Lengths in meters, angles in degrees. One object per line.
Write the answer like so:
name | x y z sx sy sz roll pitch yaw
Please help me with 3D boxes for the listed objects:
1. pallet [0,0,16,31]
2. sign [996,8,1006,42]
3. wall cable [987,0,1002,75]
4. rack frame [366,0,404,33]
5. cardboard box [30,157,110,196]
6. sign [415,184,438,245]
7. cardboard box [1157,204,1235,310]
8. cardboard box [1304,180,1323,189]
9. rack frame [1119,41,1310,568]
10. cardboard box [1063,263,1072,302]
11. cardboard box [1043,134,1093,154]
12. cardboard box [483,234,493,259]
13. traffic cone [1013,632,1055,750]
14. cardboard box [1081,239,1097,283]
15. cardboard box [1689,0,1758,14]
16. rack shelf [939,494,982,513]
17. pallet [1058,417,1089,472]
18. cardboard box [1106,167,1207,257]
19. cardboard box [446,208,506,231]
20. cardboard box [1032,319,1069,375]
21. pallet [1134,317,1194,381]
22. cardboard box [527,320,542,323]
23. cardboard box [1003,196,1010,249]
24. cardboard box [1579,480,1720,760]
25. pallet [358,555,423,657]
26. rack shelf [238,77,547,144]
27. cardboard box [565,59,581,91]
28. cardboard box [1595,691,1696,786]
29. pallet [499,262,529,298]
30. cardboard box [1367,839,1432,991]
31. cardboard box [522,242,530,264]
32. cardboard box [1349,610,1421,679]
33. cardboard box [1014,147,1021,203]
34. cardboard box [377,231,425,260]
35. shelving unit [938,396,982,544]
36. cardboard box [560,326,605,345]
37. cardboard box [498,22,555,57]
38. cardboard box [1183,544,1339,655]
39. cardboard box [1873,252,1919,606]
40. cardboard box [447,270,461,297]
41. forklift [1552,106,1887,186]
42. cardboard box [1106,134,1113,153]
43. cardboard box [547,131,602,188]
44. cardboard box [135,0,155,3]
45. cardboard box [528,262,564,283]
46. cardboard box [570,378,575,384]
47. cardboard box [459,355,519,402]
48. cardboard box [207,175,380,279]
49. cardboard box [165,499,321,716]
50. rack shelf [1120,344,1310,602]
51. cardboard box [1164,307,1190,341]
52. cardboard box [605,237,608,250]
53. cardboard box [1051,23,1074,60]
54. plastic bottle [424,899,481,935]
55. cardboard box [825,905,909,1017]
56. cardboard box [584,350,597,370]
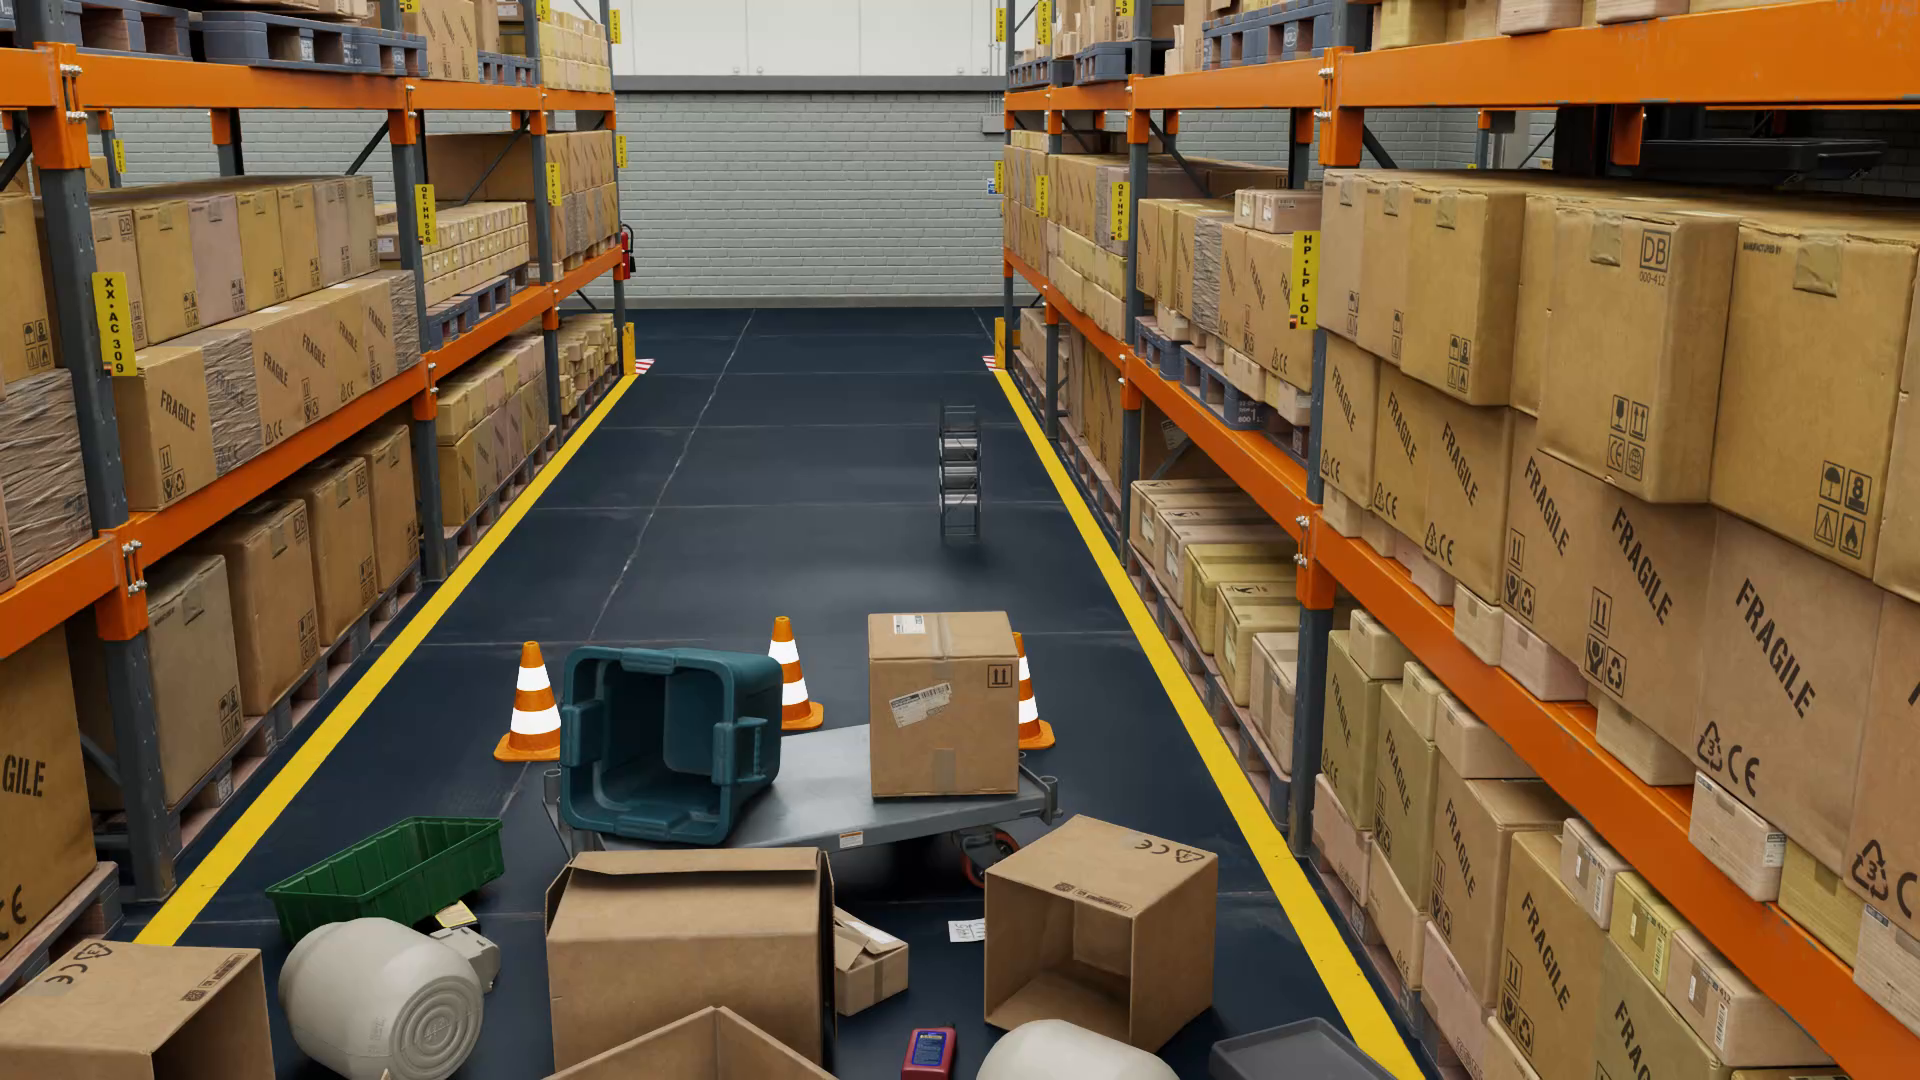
pallet | -3.185 -1.420 4.183 1.003 0.211 1.213 -1 14 -3
sign | 0.412 -5.207 16.811 0.100 0.325 0.005 -1 14 -3
wall cable | 0.332 -7.615 22.065 0.463 3.000 0.029 -1 14 -3
rack frame | -3.473 -4.114 8.456 1.000 3.000 0.127 -1 14 -3
cardboard box | -8.633 -3.464 16.169 0.500 0.500 0.500 -1 14 -3
sign | -2.919 -1.779 9.096 0.100 0.325 0.005 -1 14 -3
cardboard box | 1.298 -1.461 8.544 0.500 0.500 0.500 0 14 -1
cardboard box | 1.844 -1.617 7.851 0.380 0.149 0.250 -2 15 -6
rack frame | 1.461 -1.310 9.598 1.000 3.000 0.127 -1 14 -3
cardboard box | 1.027 -1.862 12.046 0.500 0.250 0.500 -1 14 -4
cardboard box | 0.877 -3.223 13.525 0.380 0.149 0.250 -1 14 -5
cardboard box | -3.414 -2.005 11.365 0.380 0.149 0.250 -1 14 -3
traffic cone | 0.235 0.627 7.162 0.336 0.463 0.334 -1 14 -3
cardboard box | 1.090 -1.850 10.996 0.500 0.250 0.500 -1 14 -5
cardboard box | 1.604 -1.055 3.090 0.380 0.149 0.250 -1 14 -5
rack shelf | 0.000 -0.231 10.475 0.258 0.077 0.200 -1 14 -3
pallet | 1.337 -0.764 13.071 1.003 0.211 1.213 -1 14 -3
cardboard box | 1.168 -1.967 9.945 0.500 0.500 0.500 -1 14 -5
cardboard box | -3.453 -2.280 11.835 0.380 0.149 0.250 -1 14 -4
cardboard box | 1.172 -1.872 16.082 0.875 0.438 0.875 0 14 -2
pallet | 1.612 -1.042 8.940 1.213 0.211 1.003 -1 14 -3
cardboard box | -4.250 -2.042 16.128 0.380 0.149 0.250 -1 14 -4
cardboard box | 0.709 -3.224 16.837 0.500 0.500 0.500 -1 14 -4
cardboard box | 1.595 0.107 3.292 0.500 0.500 0.500 -1 14 -4
pallet | -3.499 0.339 8.784 1.003 0.211 1.213 -1 14 -3
rack shelf | -3.597 -2.810 10.852 1.077 0.370 4.000 -1 14 -3
cardboard box | -3.539 -3.957 14.166 0.500 0.250 0.500 0 14 -1
cardboard box | 1.571 0.395 3.477 0.380 0.149 0.250 -1 14 -4
pallet | -3.818 -1.918 12.346 1.003 0.211 1.213 -1 14 -3
cardboard box | 1.521 1.097 4.920 0.500 0.250 0.500 0 14 0
cardboard box | -3.498 -2.189 12.677 0.380 0.149 0.250 -1 14 -5
cardboard box | 1.424 0.319 5.137 0.380 0.149 0.250 -1 14 -3
cardboard box | 0.790 -3.452 15.717 0.500 0.500 0.500 -1 14 -4
cardboard box | -3.308 -1.697 9.571 0.380 0.149 0.250 -1 14 -3
shelving unit | 0.000 -0.438 10.422 0.258 0.900 0.210 -1 14 -3
cardboard box | -3.557 -1.924 15.669 0.380 0.149 0.250 0 14 -1
cardboard box | -3.511 -3.949 13.132 0.500 0.250 0.500 0 14 -2
cardboard box | 1.582 0.272 7.880 0.950 0.372 0.625 0 14 -2
cardboard box | 1.708 -0.121 2.172 0.700 0.500 0.500 -1 14 -5
cardboard box | -3.351 -1.605 10.408 0.380 0.149 0.250 0 14 -1
forklift | 3.586 -0.834 7.884 1.130 2.935 3.031 -14 20 -43
cardboard box | 1.421 -3.298 13.814 0.380 0.149 0.250 -1 14 -3
cardboard box | -3.619 -3.510 15.343 0.500 0.500 0.500 0 14 -1
cardboard box | -3.553 -2.308 6.591 0.500 0.311 0.500 -1 14 -5
cardboard box | -3.412 -2.157 13.395 0.380 0.149 0.250 0 14 -1
cardboard box | -3.623 -1.377 14.739 0.380 0.149 0.250 -2 15 -6
cardboard box | -3.357 -1.119 11.523 0.500 0.250 0.500 -2 15 -6
cardboard box | -3.455 -1.629 8.632 0.700 0.500 0.500 -1 14 -4
cardboard box | -3.409 0.280 7.092 1.050 0.750 0.750 -1 14 -3
rack shelf | 1.585 -0.464 7.755 1.077 0.370 4.000 -1 14 -3
cardboard box | 1.247 -1.100 8.442 0.380 0.149 0.250 -1 14 -3
cardboard box | -3.688 -2.937 16.427 0.380 0.149 0.250 -1 14 -4
cardboard box | 0.895 -3.766 12.550 0.396 0.266 0.258 -1 14 -4
plastic bottle | -1.702 1.255 5.527 0.133 0.061 0.283 -9 17 -32
cardboard box | -0.382 1.245 5.156 0.258 0.266 0.396 -13 20 -42
cardboard box | -3.530 -1.648 15.194 0.380 0.149 0.250 -1 14 -3
